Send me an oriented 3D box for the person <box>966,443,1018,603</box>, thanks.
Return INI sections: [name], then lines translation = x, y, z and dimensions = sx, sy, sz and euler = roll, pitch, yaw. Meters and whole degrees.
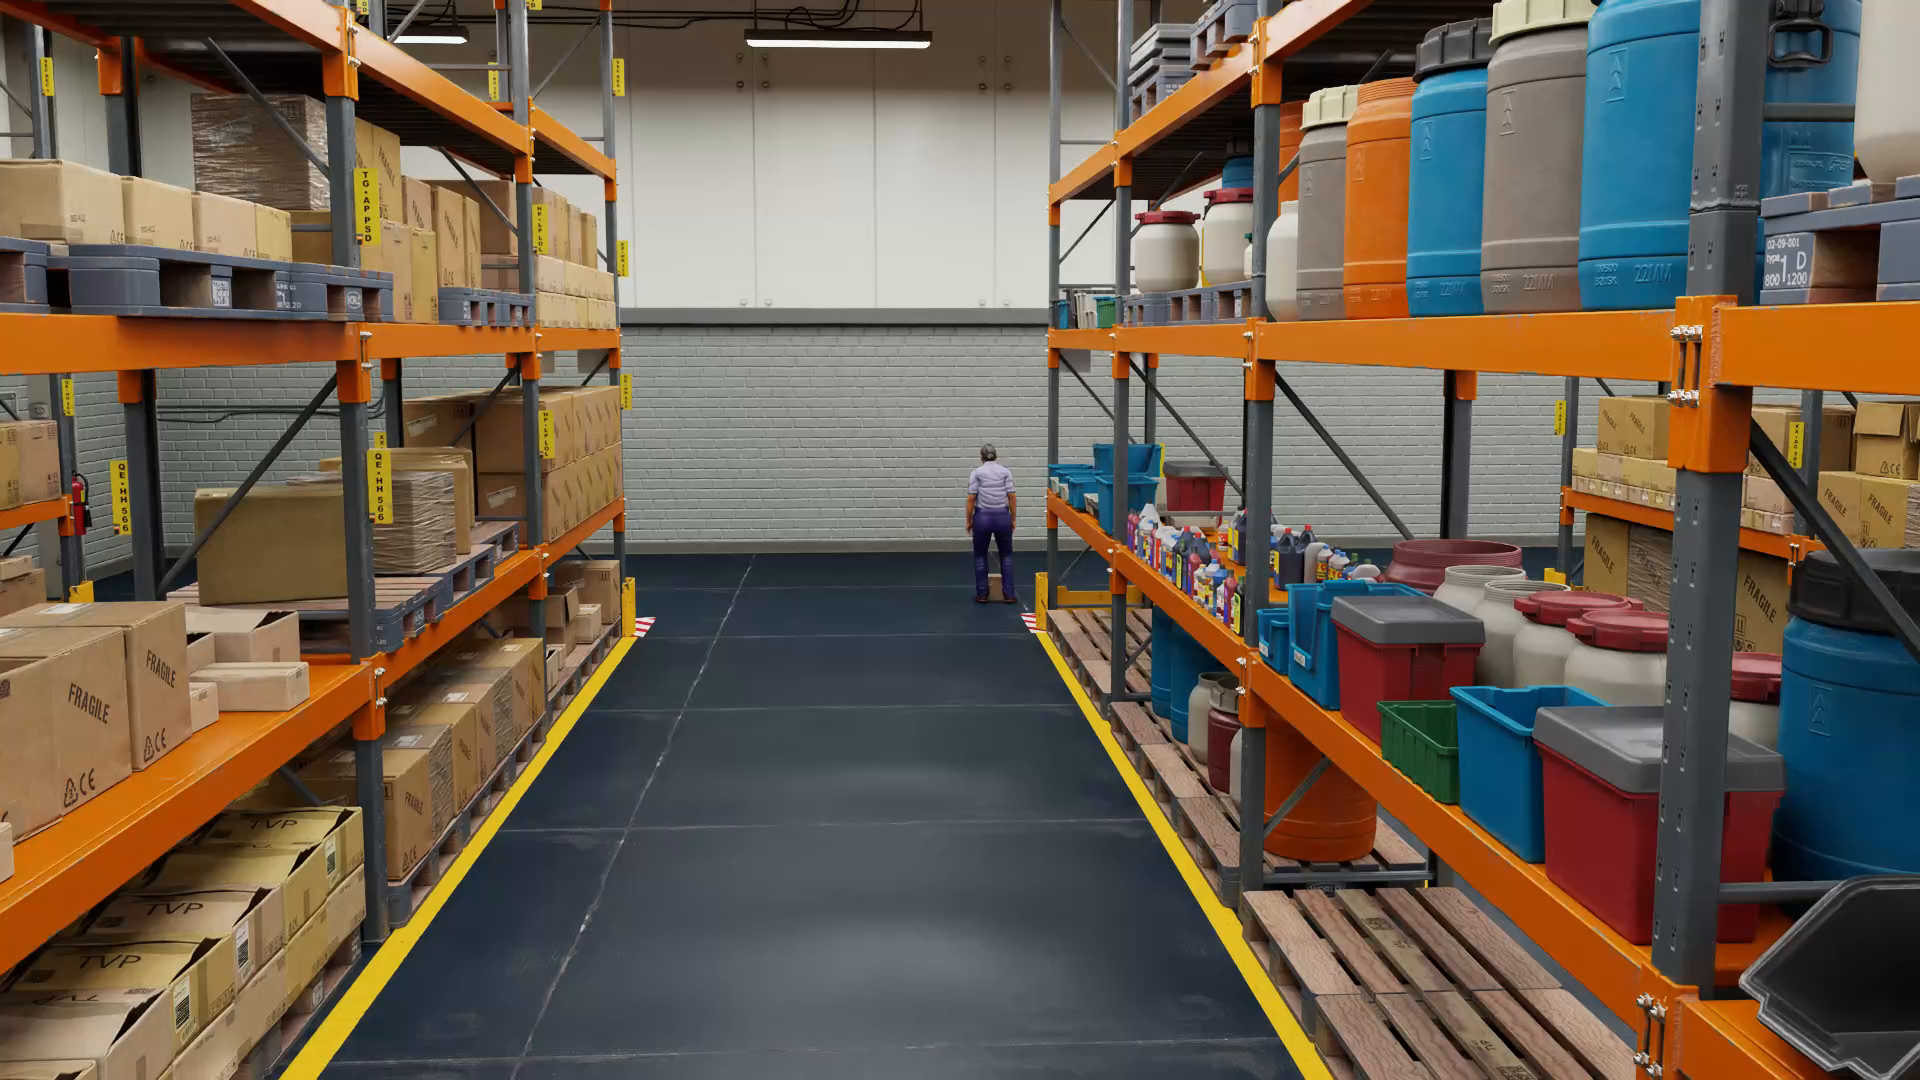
[person]
translation = 0.334, -0.165, 17.199
dimensions = 0.562, 1.636, 0.427
euler = -1, 7, -7
